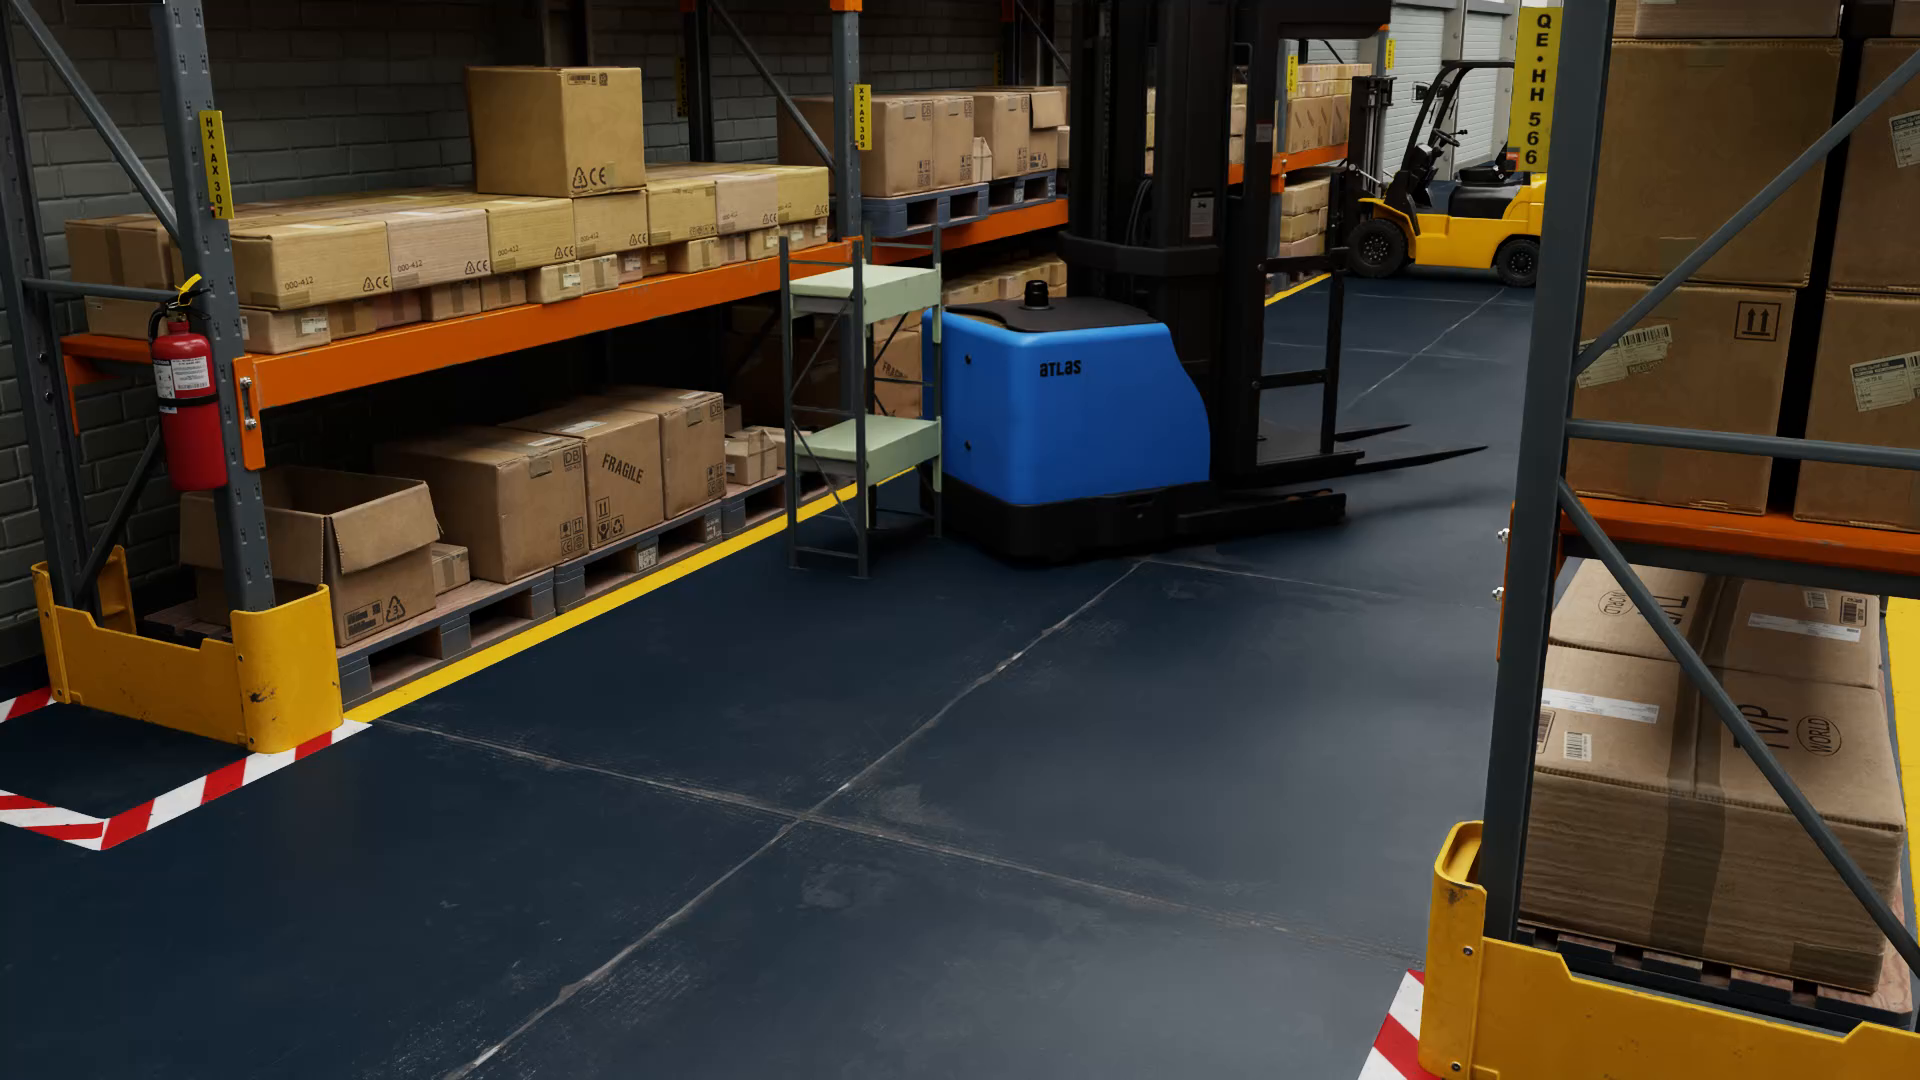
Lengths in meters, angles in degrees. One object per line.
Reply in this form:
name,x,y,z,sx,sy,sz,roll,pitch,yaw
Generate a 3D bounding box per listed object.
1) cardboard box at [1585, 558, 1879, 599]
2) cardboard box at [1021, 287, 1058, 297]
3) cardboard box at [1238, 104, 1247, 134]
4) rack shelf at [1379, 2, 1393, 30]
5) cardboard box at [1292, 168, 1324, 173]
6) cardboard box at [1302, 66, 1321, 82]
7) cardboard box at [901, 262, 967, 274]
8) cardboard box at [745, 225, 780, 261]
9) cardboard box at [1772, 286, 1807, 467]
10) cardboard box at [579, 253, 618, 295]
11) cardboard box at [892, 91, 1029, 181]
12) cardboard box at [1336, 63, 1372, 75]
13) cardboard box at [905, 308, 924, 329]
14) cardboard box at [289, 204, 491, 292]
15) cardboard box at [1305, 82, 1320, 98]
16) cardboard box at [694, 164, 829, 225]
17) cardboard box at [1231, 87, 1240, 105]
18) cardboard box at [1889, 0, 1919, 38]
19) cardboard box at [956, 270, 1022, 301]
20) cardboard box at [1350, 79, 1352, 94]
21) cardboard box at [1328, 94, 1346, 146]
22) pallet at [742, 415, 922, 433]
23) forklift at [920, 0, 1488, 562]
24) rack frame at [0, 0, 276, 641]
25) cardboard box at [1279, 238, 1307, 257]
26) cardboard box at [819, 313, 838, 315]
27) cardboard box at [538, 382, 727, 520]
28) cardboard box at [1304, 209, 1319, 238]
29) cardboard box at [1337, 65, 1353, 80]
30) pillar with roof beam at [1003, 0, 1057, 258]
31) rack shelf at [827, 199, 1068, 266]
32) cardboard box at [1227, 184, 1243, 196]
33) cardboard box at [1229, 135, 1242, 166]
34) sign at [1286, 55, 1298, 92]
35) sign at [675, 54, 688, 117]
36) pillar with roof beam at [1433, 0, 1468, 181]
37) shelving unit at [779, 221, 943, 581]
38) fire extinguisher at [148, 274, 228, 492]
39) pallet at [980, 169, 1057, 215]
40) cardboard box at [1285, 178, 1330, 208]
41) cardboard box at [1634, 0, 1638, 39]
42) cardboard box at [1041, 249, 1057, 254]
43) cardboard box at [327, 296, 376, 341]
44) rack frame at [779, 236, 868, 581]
cardboard box,2.674,0.204,5.833,0.875,0.438,0.875,8,18,24
cardboard box,0.334,-1.455,11.309,0.500,0.500,0.500,9,19,28
cardboard box,2.368,-3.744,14.748,0.500,0.250,0.500,8,18,24
rack shelf,3.476,-5.469,17.163,1.077,0.370,4.000,8,18,25
cardboard box,3.766,-4.021,18.631,0.500,0.250,0.500,8,18,25
cardboard box,3.339,-4.608,16.432,0.380,0.149,0.250,9,19,27
cardboard box,-0.177,-1.800,11.330,0.380,0.149,0.250,8,18,24
cardboard box,-1.100,-1.456,8.100,0.380,0.149,0.250,9,19,27
cardboard box,1.879,-0.509,4.295,0.500,0.500,0.500,8,18,24
cardboard box,-1.668,-1.129,7.000,0.380,0.149,0.250,9,19,27
cardboard box,0.006,-2.504,10.274,0.700,0.500,0.500,8,18,25
cardboard box,4.398,-5.268,18.656,0.380,0.149,0.250,8,18,26
cardboard box,-0.435,-1.347,9.805,0.380,0.149,0.250,7,18,23
cardboard box,-2.111,-1.090,6.167,0.500,0.250,0.500,8,18,26
cardboard box,3.343,-4.462,16.464,0.380,0.149,0.250,9,19,27
cardboard box,-1.002,-1.738,8.350,0.500,0.250,0.500,9,19,27
cardboard box,2.201,-3.843,14.381,0.380,0.149,0.250,8,18,24
cardboard box,2.069,-1.072,3.295,0.380,0.149,0.250,9,19,27
cardboard box,0.183,-1.669,10.889,0.380,0.149,0.250,7,18,23
cardboard box,4.009,-4.857,17.794,0.380,0.149,0.250,7,18,24
cardboard box,3.701,-4.383,17.338,0.500,0.500,0.500,8,18,26
pallet,-0.663,-0.704,10.023,1.003,0.211,1.213,8,18,25
forklift,1.347,-1.580,8.195,3.031,2.935,1.130,-8,19,-26
rack frame,-2.780,-0.809,5.481,1.000,3.000,0.127,8,18,25
cardboard box,3.095,-2.830,16.377,0.500,0.250,0.500,8,18,26
cardboard box,-0.648,-1.350,9.293,0.380,0.149,0.250,8,18,24
cardboard box,-1.541,-0.433,7.868,0.700,0.500,0.500,7,18,23
cardboard box,3.298,-3.201,16.748,0.500,0.250,0.500,8,18,25
cardboard box,3.918,-4.931,17.519,0.380,0.149,0.250,8,19,26
pillar with roof beam,4.423,-5.622,11.148,9.100,9.000,0.400,8,18,25
rack shelf,-0.099,-1.993,10.729,1.077,0.370,4.000,8,18,25
cardboard box,2.629,-3.379,16.467,0.500,0.250,0.500,9,19,26
cardboard box,2.122,-3.381,14.403,0.500,0.250,0.500,8,18,26
sign,3.072,-4.317,15.395,0.100,0.325,0.005,8,18,25
sign,-1.490,-2.453,8.982,0.100,0.325,0.005,8,18,25
pillar with roof beam,12.466,-10.207,26.585,9.100,9.000,0.400,8,18,25
shelving unit,-0.432,-0.656,7.599,0.431,1.500,0.755,8,18,25
fire extinguisher,-2.432,-0.497,5.221,0.296,0.674,0.183,8,18,25
pallet,-0.070,-2.259,10.700,1.003,0.211,1.213,8,18,25
cardboard box,3.529,-3.569,17.108,0.500,0.250,0.500,9,19,27
cardboard box,1.736,-1.202,3.731,0.380,0.149,0.250,8,19,26
cardboard box,0.801,-2.003,12.014,0.380,0.149,0.250,7,18,23
cardboard box,-2.315,-0.809,5.919,0.380,0.149,0.250,9,19,27
rack frame,-0.595,-0.563,7.285,0.400,1.500,0.023,8,18,25
